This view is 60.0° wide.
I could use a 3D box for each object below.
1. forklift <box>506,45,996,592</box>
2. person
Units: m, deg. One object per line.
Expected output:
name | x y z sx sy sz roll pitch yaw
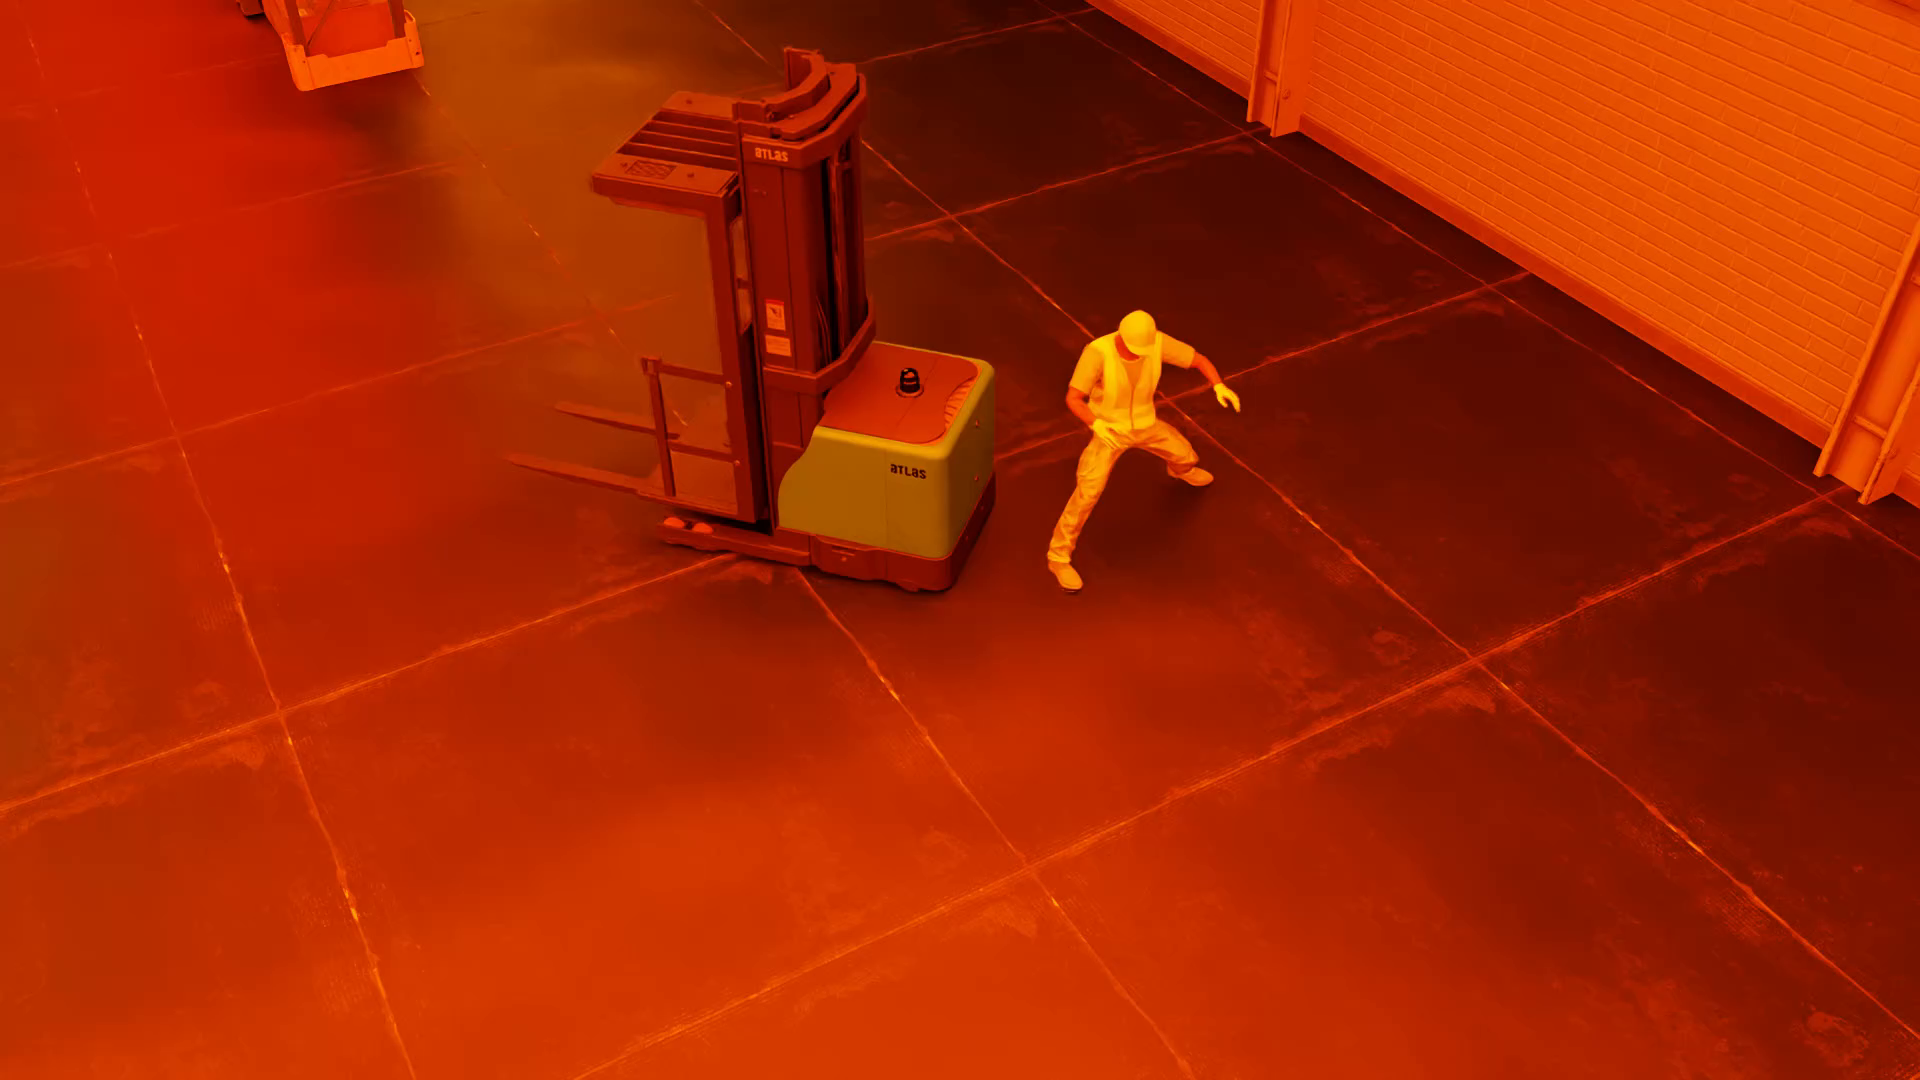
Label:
forklift | -1.352 -1.371 9.689 3.031 2.935 1.130 12 41 14
person | 1.091 -0.663 9.901 1.320 1.558 0.858 -13 41 -15
